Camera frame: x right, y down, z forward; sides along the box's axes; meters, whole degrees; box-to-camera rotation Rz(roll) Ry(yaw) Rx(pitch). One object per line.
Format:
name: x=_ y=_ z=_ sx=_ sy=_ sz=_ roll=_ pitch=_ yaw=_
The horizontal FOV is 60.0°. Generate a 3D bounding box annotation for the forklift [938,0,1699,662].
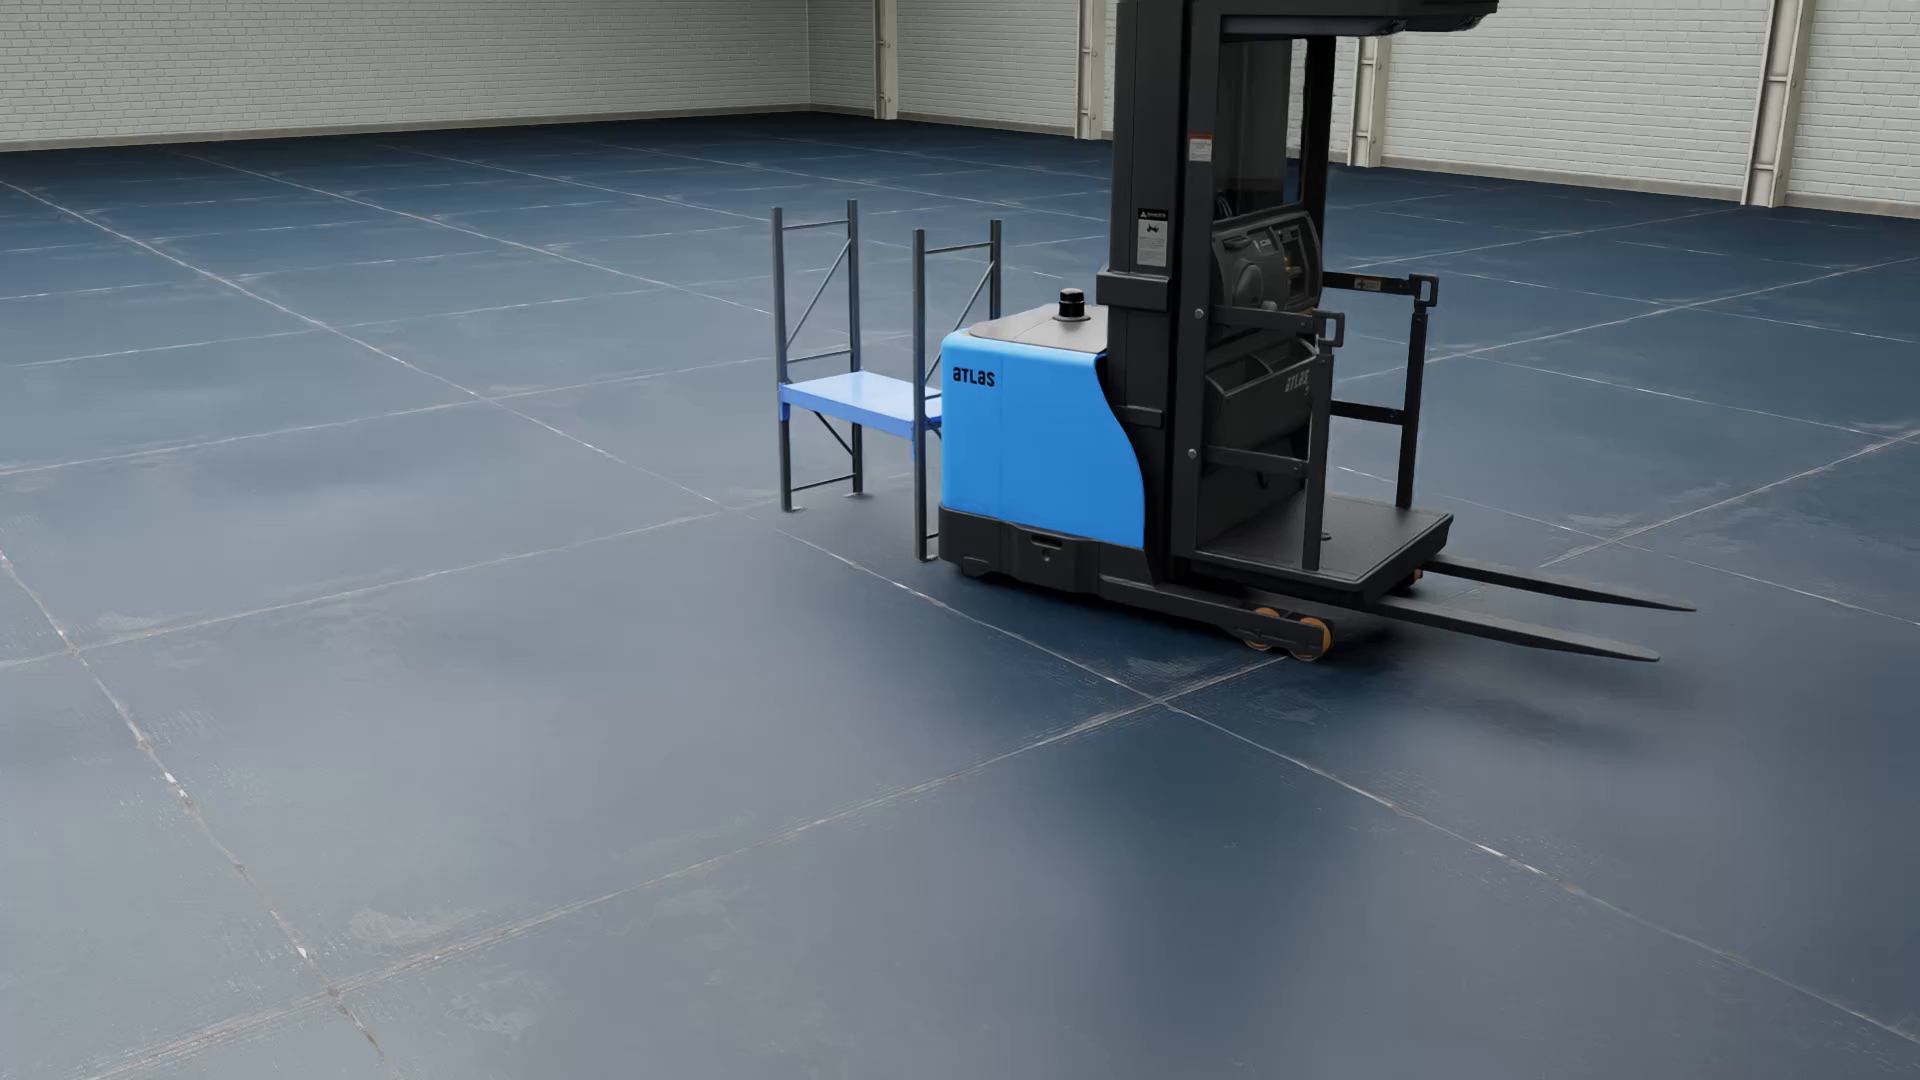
forklift: x=1.406 y=-1.111 z=6.555 sx=3.031 sy=2.935 sz=1.130 roll=12 pitch=22 yaw=33

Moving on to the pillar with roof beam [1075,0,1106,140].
pillar with roof beam: x=-1.133 y=-10.435 z=25.062 sx=9.100 sy=9.000 sz=0.400 roll=-14 pitch=23 yaw=-36

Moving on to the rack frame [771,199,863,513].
rack frame: x=-0.695 y=-0.902 z=8.199 sx=0.500 sy=1.500 sz=0.032 roll=-16 pitch=24 yaw=-40

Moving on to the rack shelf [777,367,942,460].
rack shelf: x=-0.353 y=-0.613 z=7.899 sx=0.538 sy=0.185 sz=1.000 roll=-16 pitch=24 yaw=-40

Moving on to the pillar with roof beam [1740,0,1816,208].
pillar with roof beam: x=6.318 y=-7.478 z=16.132 sx=9.100 sy=9.000 sz=0.400 roll=-14 pitch=23 yaw=-36

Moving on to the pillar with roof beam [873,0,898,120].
pillar with roof beam: x=-4.858 y=-11.914 z=29.526 sx=9.100 sy=9.000 sz=0.400 roll=-14 pitch=23 yaw=-36

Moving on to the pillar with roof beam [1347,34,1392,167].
pillar with roof beam: x=2.592 y=-8.957 z=20.597 sx=9.100 sy=9.000 sz=0.400 roll=-14 pitch=23 yaw=-36

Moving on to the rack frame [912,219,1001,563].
rack frame: x=-0.010 y=-0.665 z=7.486 sx=0.500 sy=1.500 sz=0.032 roll=-16 pitch=24 yaw=-40

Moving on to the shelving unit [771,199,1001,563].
shelving unit: x=-0.353 y=-0.784 z=7.843 sx=0.538 sy=1.500 sz=1.048 roll=-16 pitch=24 yaw=-40
